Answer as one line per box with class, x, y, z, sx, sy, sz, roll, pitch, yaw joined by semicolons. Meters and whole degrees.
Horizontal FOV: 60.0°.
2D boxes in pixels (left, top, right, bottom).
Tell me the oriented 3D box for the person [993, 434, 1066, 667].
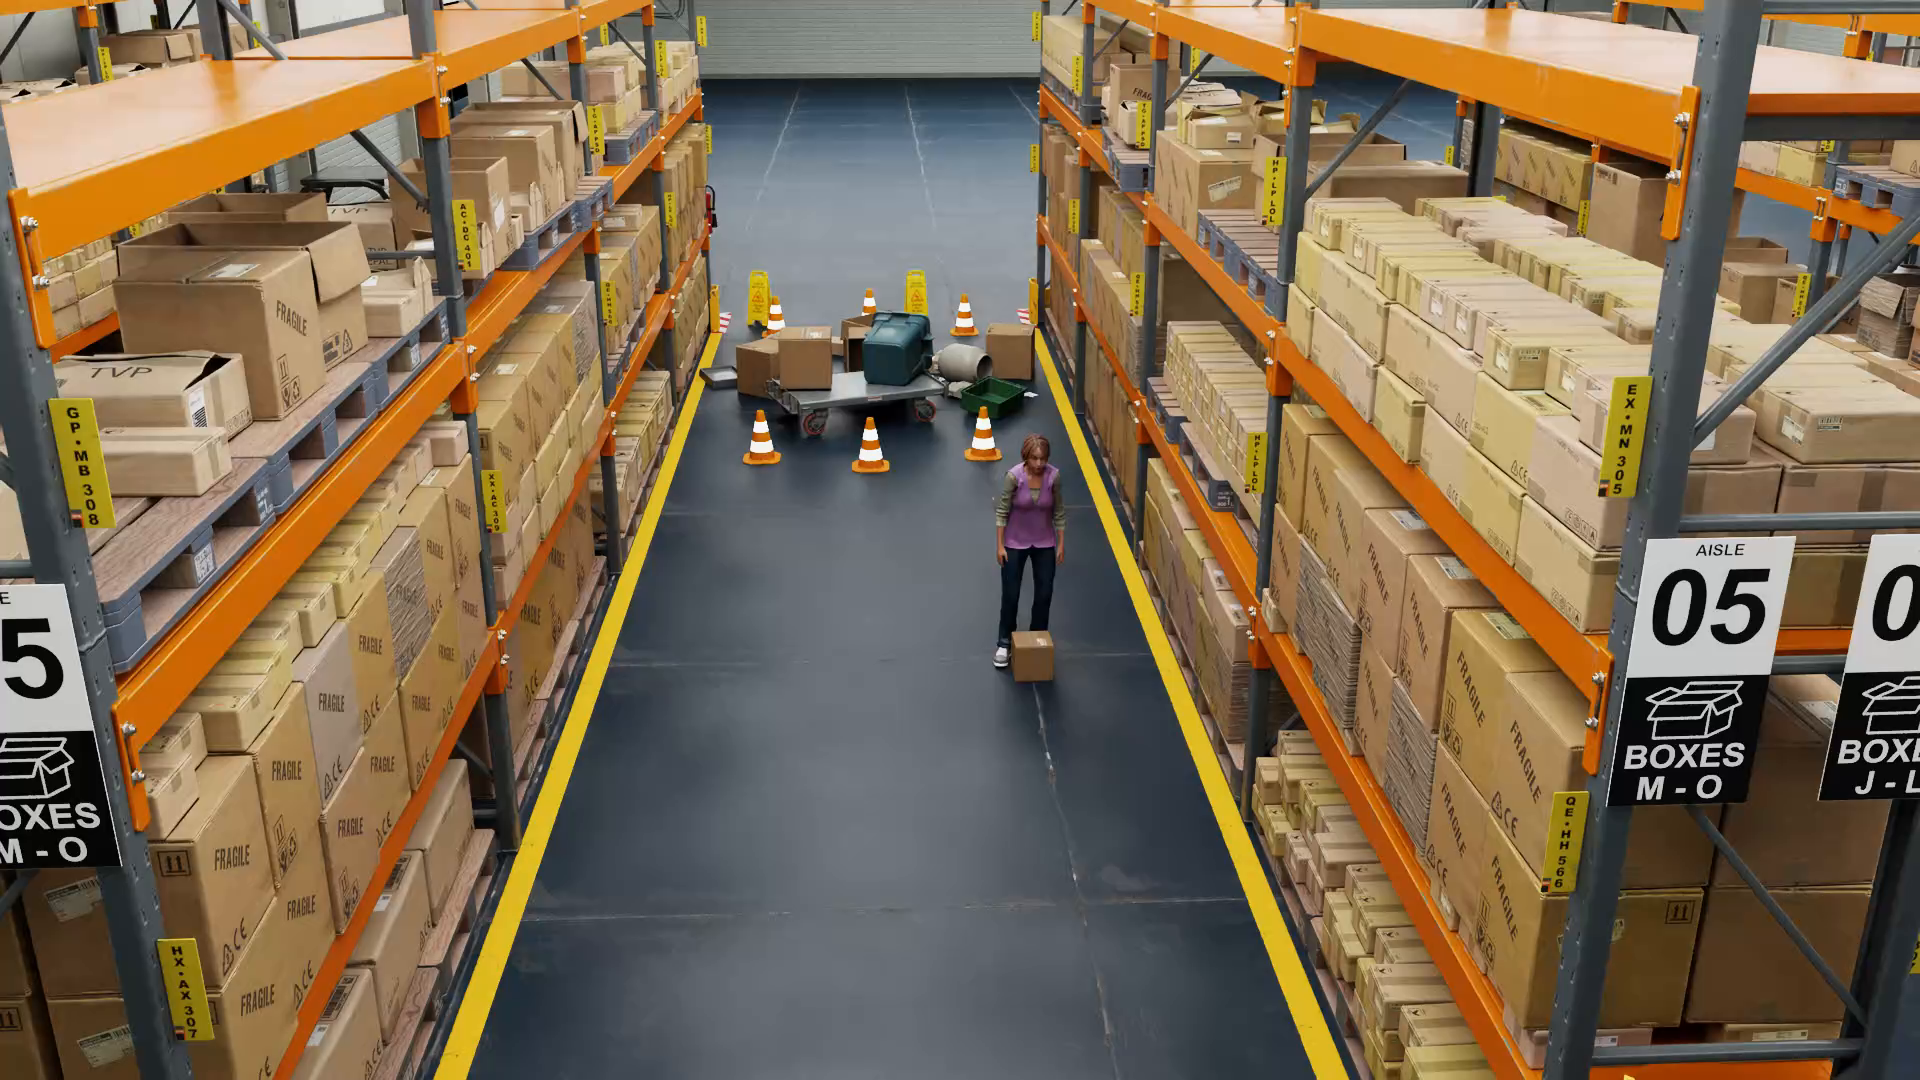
person;0.459;0.060;10.935;0.484;1.593;0.375;-2;21;-6
